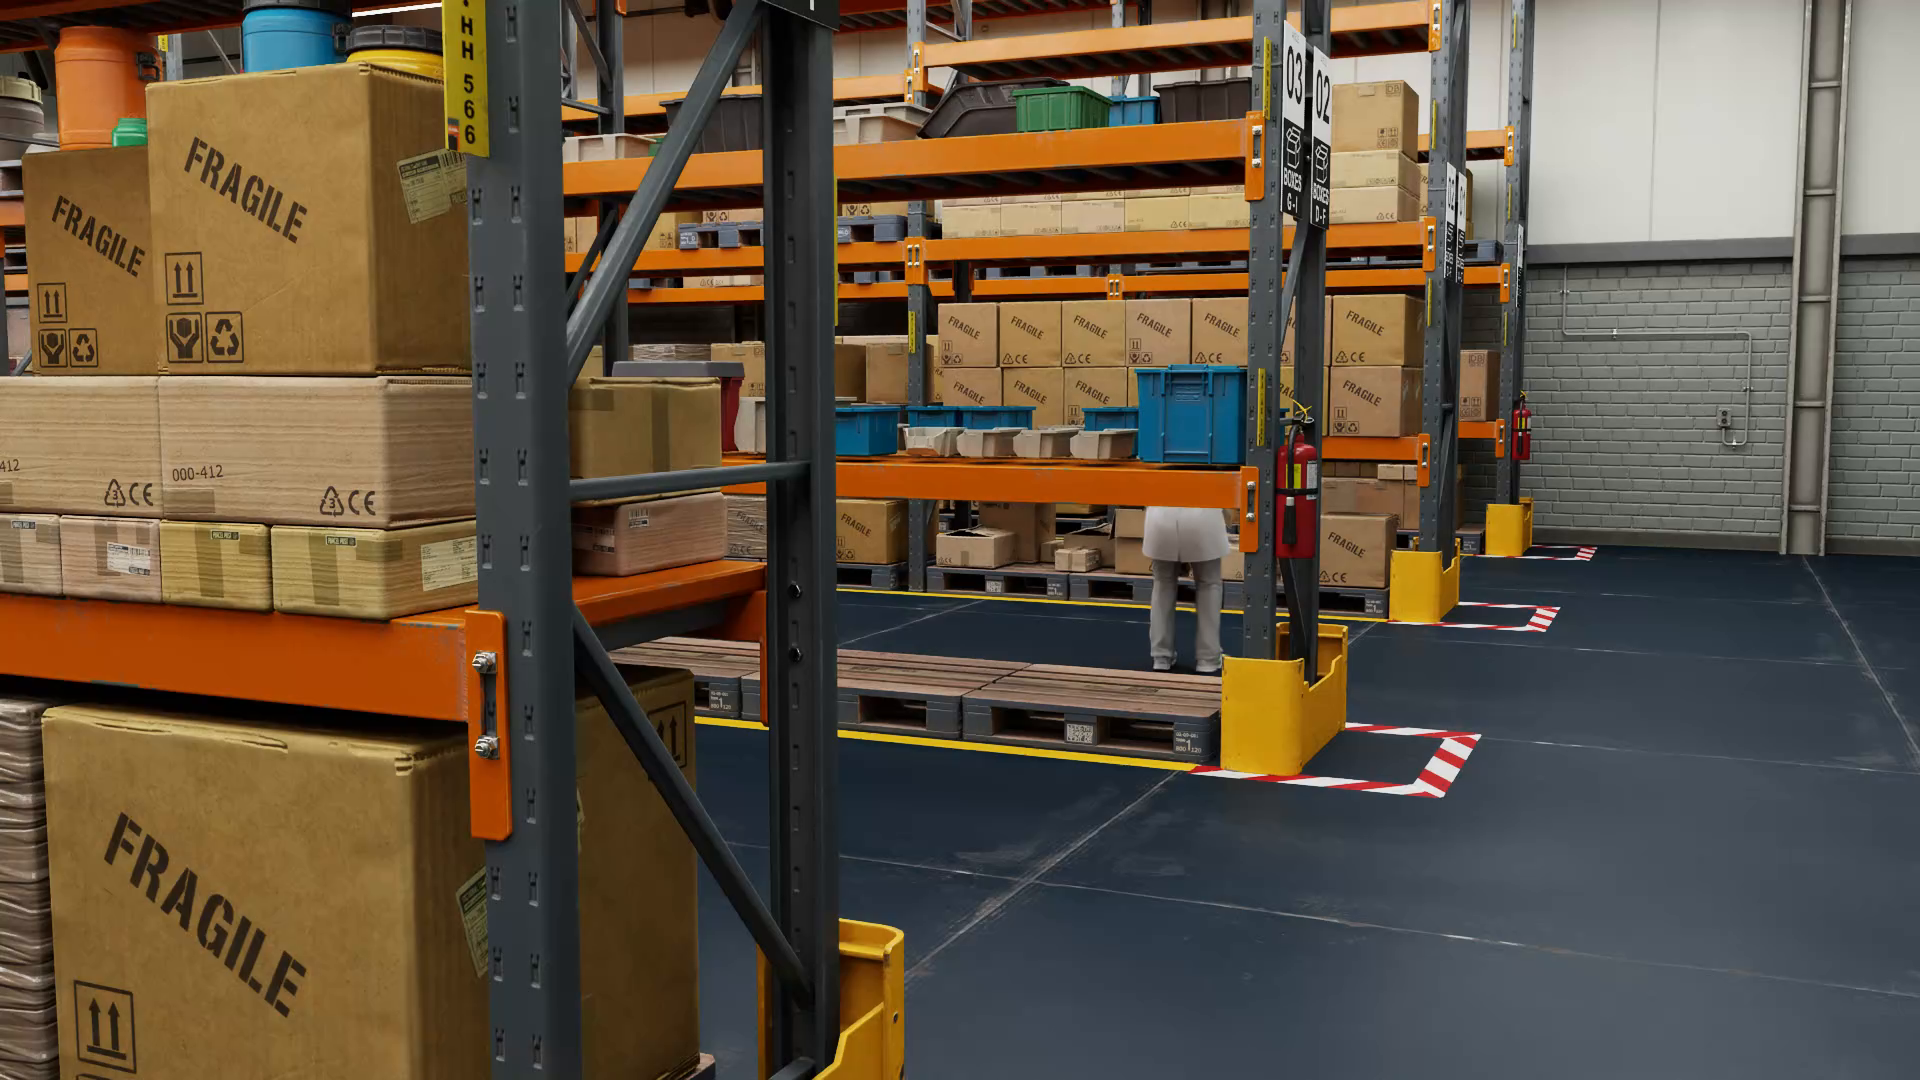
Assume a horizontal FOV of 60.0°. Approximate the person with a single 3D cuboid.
[{"bbox_3d":[1.319,-0.125,9.755,0.586,1.779,0.424,2,6,22],"label":"person"}]
